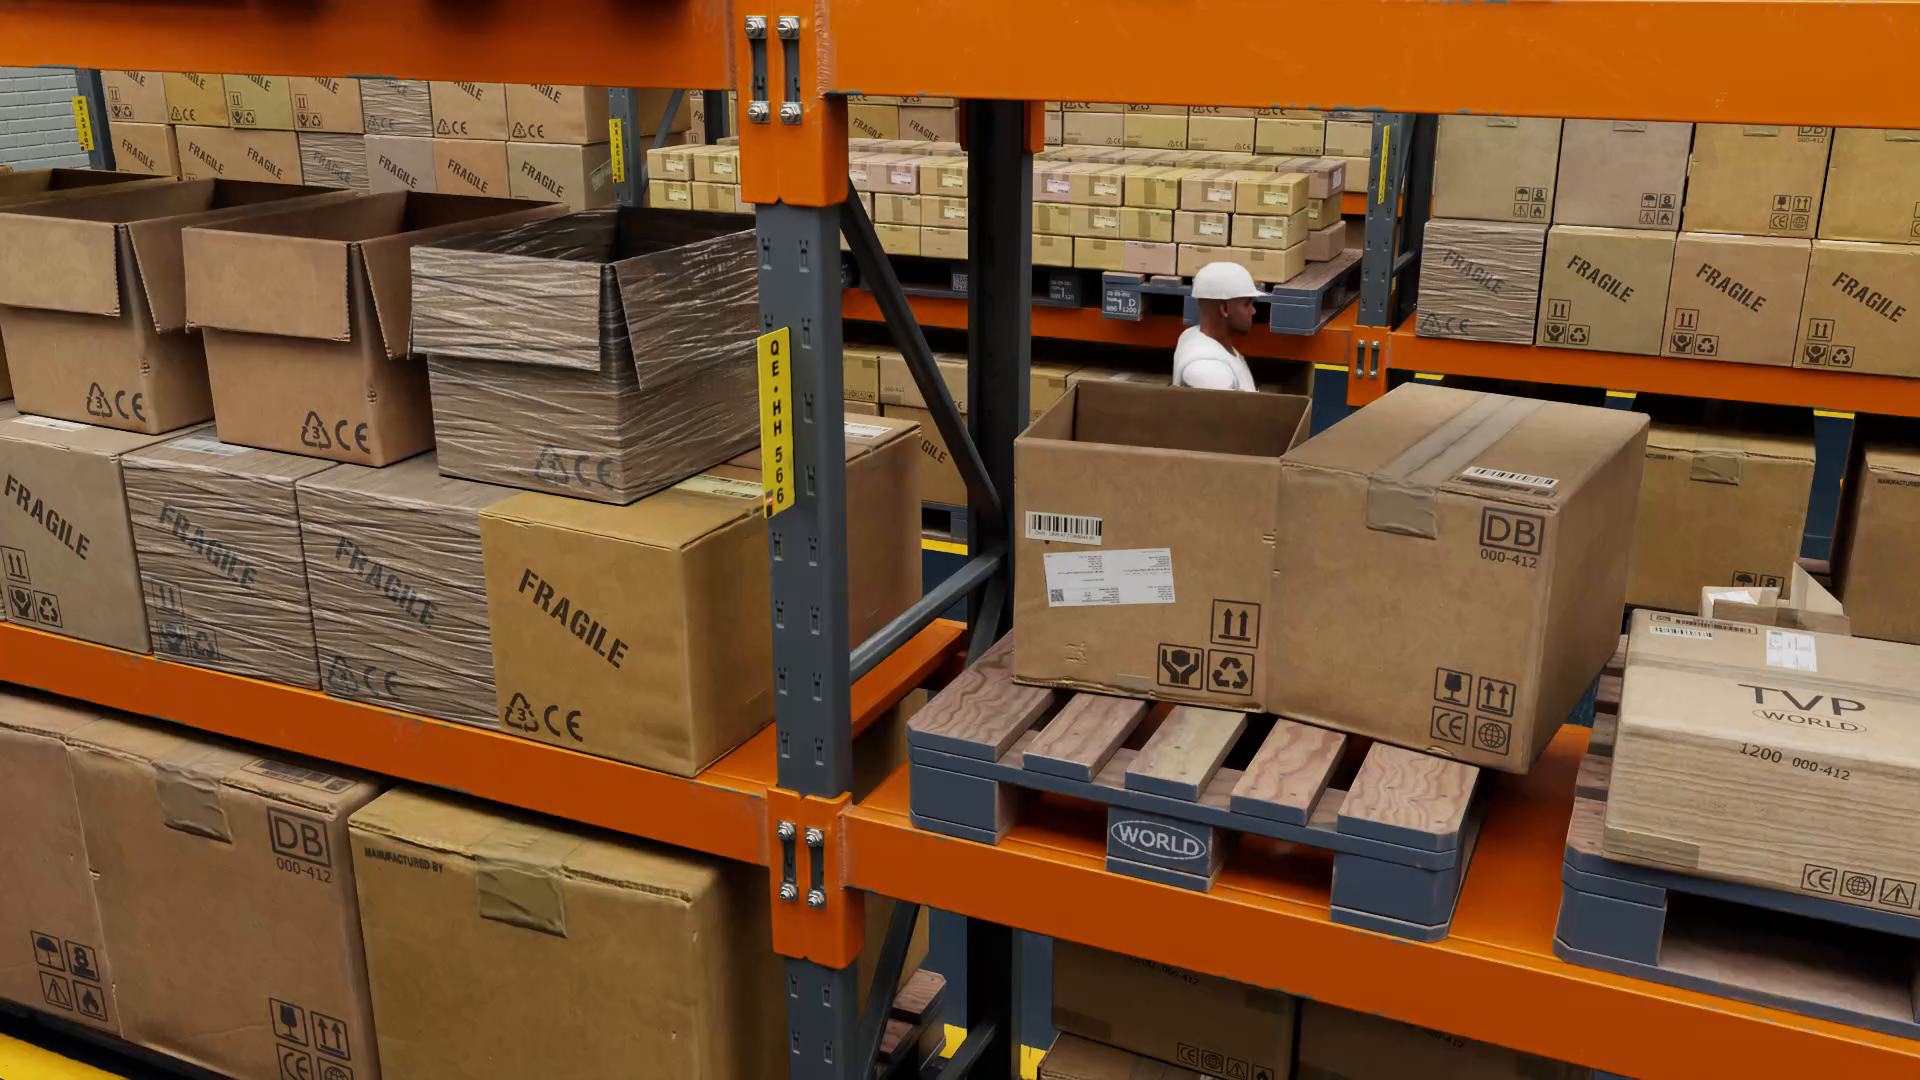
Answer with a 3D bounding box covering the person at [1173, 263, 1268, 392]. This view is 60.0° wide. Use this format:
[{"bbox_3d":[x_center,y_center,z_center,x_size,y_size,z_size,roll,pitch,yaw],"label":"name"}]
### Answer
[{"bbox_3d":[1.039,-0.207,6.677,0.624,1.818,0.627,4,19,12],"label":"person"}]
